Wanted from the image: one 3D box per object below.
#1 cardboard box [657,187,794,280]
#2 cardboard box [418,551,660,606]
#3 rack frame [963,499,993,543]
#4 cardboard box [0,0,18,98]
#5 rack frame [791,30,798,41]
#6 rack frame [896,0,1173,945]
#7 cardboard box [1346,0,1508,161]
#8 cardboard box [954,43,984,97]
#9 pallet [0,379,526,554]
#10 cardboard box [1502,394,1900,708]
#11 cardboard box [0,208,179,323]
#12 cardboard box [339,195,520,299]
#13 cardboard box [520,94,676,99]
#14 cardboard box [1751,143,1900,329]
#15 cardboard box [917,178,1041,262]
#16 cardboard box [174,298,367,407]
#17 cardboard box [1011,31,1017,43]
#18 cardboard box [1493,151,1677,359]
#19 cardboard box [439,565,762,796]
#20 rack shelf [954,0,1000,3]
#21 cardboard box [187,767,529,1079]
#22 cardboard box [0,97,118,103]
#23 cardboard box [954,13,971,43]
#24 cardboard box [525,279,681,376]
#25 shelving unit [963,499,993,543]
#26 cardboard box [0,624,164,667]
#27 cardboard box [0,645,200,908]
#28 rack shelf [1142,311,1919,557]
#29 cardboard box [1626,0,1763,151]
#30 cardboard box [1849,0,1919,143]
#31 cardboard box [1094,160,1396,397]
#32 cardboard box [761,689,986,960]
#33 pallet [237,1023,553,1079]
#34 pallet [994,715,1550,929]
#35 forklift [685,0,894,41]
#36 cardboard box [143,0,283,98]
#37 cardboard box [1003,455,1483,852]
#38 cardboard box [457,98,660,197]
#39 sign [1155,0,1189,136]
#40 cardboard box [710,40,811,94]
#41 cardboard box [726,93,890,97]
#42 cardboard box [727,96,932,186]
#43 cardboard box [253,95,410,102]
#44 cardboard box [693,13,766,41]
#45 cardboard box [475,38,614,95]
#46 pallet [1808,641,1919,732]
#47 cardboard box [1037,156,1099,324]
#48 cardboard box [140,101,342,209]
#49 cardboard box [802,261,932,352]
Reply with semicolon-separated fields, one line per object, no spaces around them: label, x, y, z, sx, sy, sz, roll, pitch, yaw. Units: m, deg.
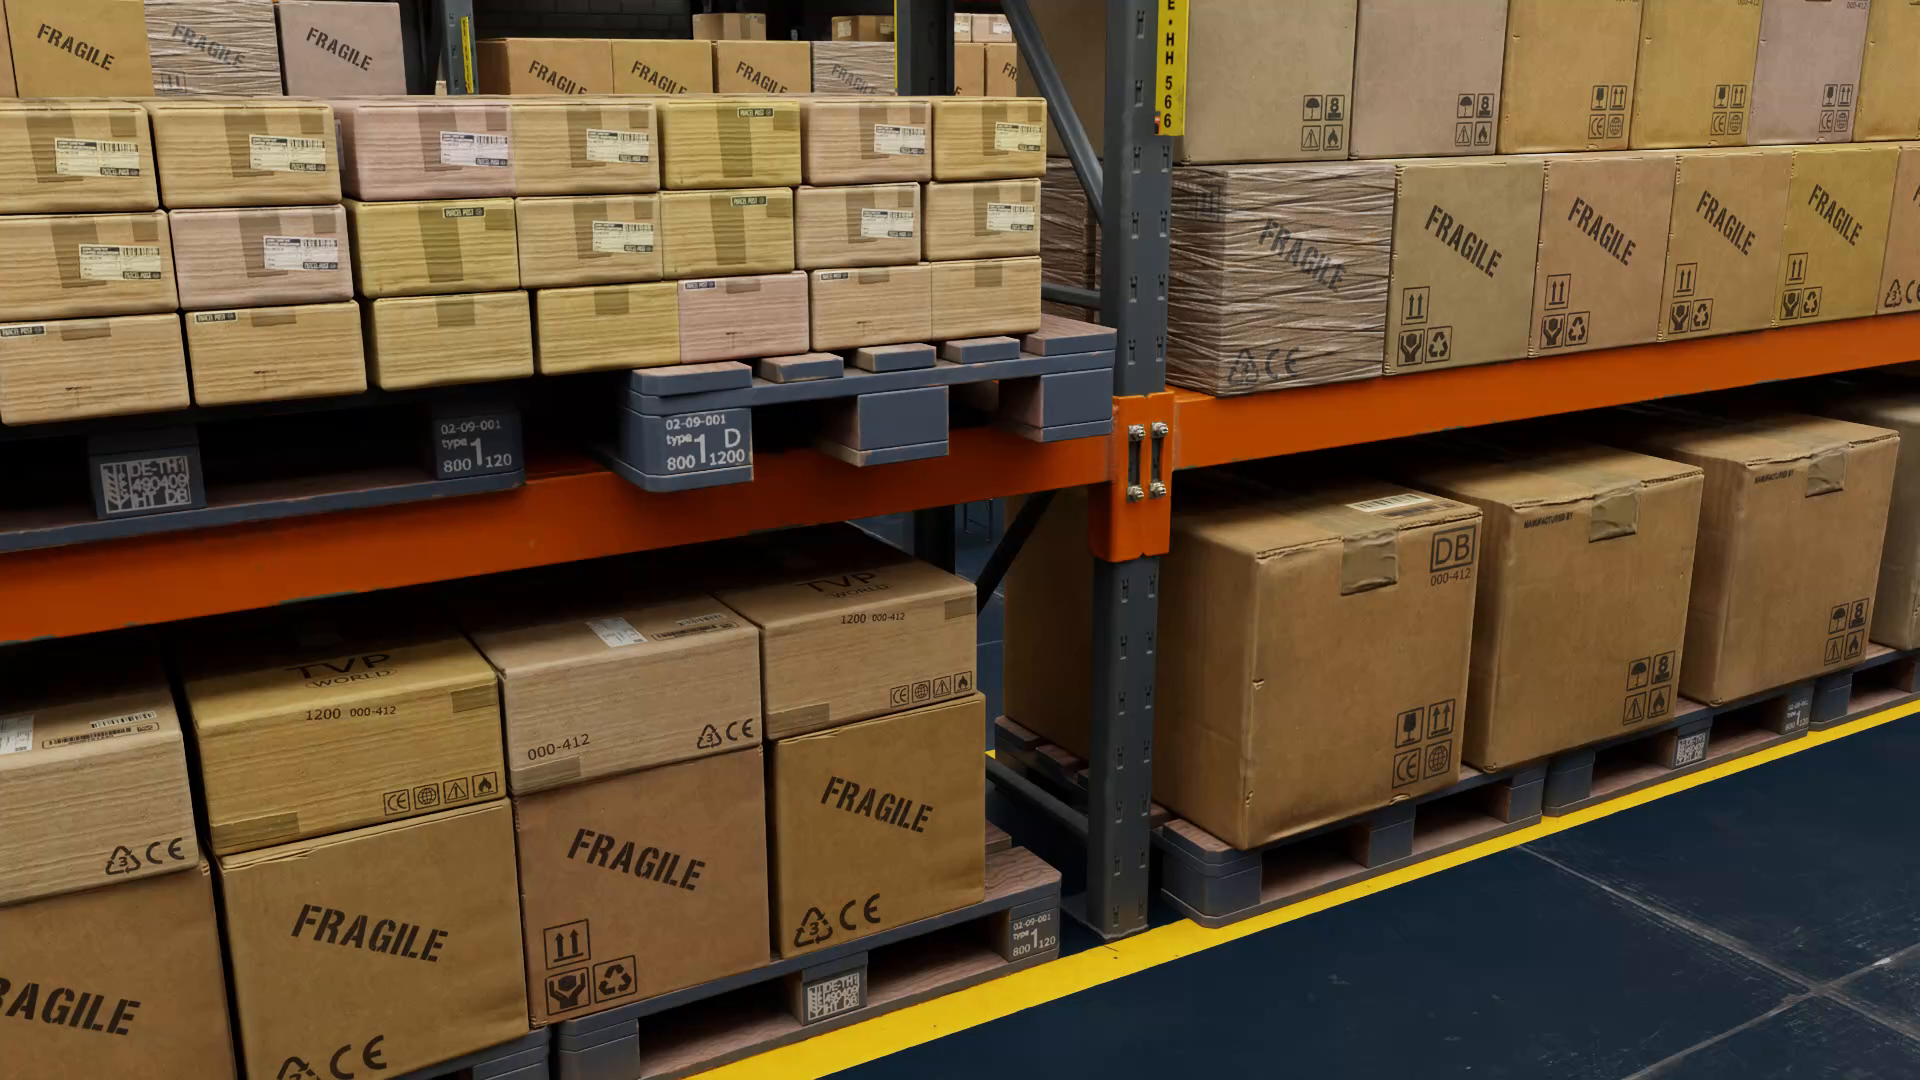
cardboard box;-0.496;-0.579;3.054;0.250;0.149;0.380;-9;18;-28
cardboard box;-1.005;0.148;3.790;0.500;0.250;0.500;-9;18;-30
rack frame;0.080;-0.446;7.335;0.006;0.900;0.240;-9;18;-30
cardboard box;-4.101;-1.922;6.672;0.500;0.500;0.500;-10;18;-31
rack frame;-1.621;-3.438;14.118;0.127;3.000;1.000;-9;18;-30
rack frame;0.145;-0.603;4.004;0.127;3.000;1.000;-9;18;-30
cardboard box;0.968;-1.263;4.322;0.500;0.500;0.700;-10;18;-31
cardboard box;-0.209;-2.427;8.997;0.500;0.500;0.500;-9;18;-28
pallet;-1.530;-0.226;3.015;1.213;0.211;1.003;-9;18;-30
cardboard box;2.260;-0.038;5.377;0.750;0.750;1.050;-9;18;-30
cardboard box;-1.369;-0.438;2.551;0.250;0.149;0.380;-10;18;-31
cardboard box;-0.925;-0.510;2.809;0.250;0.149;0.380;-9;18;-30
cardboard box;-0.792;-0.880;3.578;0.250;0.149;0.380;-9;18;-30
cardboard box;2.398;-0.932;4.994;0.500;0.500;0.500;-9;18;-29
cardboard box;-0.044;-0.654;3.320;0.250;0.149;0.380;-9;18;-29
cardboard box;-1.143;-0.332;2.726;0.250;0.149;0.380;-9;18;-28
cardboard box;0.353;-3.013;9.884;0.250;0.149;0.380;-9;18;-30
cardboard box;1.536;-0.793;4.495;0.500;0.500;0.500;-9;18;-30
cardboard box;-0.733;0.266;3.369;0.500;0.250;0.500;-9;18;-29
rack shelf;0.093;-4.814;14.802;4.000;0.370;1.077;-9;18;-30
cardboard box;-1.176;0.699;3.213;0.500;0.500;0.500;-10;19;-32
cardboard box;-1.692;-0.735;3.058;0.250;0.149;0.380;-10;18;-30
cardboard box;-0.148;-2.738;8.902;0.250;0.149;0.380;-10;19;-32
cardboard box;-0.690;-0.406;2.987;0.250;0.149;0.380;-9;18;-30
shelving unit;-0.007;-0.432;7.284;0.210;0.900;0.258;-9;18;-30
cardboard box;-1.882;0.286;3.296;0.500;0.250;0.500;-10;19;-32
cardboard box;-1.619;0.407;2.864;0.500;0.250;0.500;-8;18;-28
rack shelf;1.860;-0.535;5.093;4.000;0.370;1.077;-9;18;-30
cardboard box;1.845;-1.406;4.832;0.500;0.500;0.700;-9;18;-30
cardboard box;2.712;-1.546;5.331;0.500;0.500;0.700;-10;18;-31
cardboard box;0.669;-0.651;3.990;0.500;0.500;0.500;-9;18;-29
cardboard box;-0.284;0.550;3.743;0.500;0.500;0.500;-9;18;-30
pallet;-1.570;1.016;3.393;1.213;0.211;1.003;-9;18;-30
pallet;0.860;0.647;4.709;1.213;0.211;1.003;-9;18;-30
forklift;-1.053;-2.698;11.605;3.031;2.935;1.130;-11;19;-34
cardboard box;-3.235;-2.058;7.158;0.500;0.500;0.500;-9;18;-29
cardboard box;0.714;0.214;4.479;0.750;0.750;1.050;-9;18;-30
cardboard box;-0.707;-0.688;2.892;0.250;0.149;0.380;-9;18;-28
sign;0.433;-0.998;3.415;0.005;0.325;0.100;-9;18;-30
cardboard box;-1.091;-2.286;8.495;0.500;0.500;0.500;-9;18;-29
cardboard box;-0.354;-0.951;3.830;0.250;0.149;0.380;-9;18;-30
cardboard box;-0.255;-0.762;3.157;0.250;0.149;0.380;-9;18;-30
cardboard box;-1.250;-0.806;3.312;0.250;0.149;0.380;-8;18;-27
cardboard box;-1.233;-2.733;8.886;0.250;0.149;0.380;-10;19;-32
cardboard box;-1.986;-2.137;7.961;0.500;0.500;0.500;-10;18;-31
pallet;2.952;0.308;5.919;1.213;0.211;1.003;-9;18;-30
cardboard box;0.393;-0.776;4.436;0.500;0.500;0.500;-9;18;-30
cardboard box;-1.148;-0.617;2.640;0.250;0.149;0.380;-8;18;-27
cardboard box;-0.254;-0.475;3.236;0.250;0.149;0.380;-9;18;-30
